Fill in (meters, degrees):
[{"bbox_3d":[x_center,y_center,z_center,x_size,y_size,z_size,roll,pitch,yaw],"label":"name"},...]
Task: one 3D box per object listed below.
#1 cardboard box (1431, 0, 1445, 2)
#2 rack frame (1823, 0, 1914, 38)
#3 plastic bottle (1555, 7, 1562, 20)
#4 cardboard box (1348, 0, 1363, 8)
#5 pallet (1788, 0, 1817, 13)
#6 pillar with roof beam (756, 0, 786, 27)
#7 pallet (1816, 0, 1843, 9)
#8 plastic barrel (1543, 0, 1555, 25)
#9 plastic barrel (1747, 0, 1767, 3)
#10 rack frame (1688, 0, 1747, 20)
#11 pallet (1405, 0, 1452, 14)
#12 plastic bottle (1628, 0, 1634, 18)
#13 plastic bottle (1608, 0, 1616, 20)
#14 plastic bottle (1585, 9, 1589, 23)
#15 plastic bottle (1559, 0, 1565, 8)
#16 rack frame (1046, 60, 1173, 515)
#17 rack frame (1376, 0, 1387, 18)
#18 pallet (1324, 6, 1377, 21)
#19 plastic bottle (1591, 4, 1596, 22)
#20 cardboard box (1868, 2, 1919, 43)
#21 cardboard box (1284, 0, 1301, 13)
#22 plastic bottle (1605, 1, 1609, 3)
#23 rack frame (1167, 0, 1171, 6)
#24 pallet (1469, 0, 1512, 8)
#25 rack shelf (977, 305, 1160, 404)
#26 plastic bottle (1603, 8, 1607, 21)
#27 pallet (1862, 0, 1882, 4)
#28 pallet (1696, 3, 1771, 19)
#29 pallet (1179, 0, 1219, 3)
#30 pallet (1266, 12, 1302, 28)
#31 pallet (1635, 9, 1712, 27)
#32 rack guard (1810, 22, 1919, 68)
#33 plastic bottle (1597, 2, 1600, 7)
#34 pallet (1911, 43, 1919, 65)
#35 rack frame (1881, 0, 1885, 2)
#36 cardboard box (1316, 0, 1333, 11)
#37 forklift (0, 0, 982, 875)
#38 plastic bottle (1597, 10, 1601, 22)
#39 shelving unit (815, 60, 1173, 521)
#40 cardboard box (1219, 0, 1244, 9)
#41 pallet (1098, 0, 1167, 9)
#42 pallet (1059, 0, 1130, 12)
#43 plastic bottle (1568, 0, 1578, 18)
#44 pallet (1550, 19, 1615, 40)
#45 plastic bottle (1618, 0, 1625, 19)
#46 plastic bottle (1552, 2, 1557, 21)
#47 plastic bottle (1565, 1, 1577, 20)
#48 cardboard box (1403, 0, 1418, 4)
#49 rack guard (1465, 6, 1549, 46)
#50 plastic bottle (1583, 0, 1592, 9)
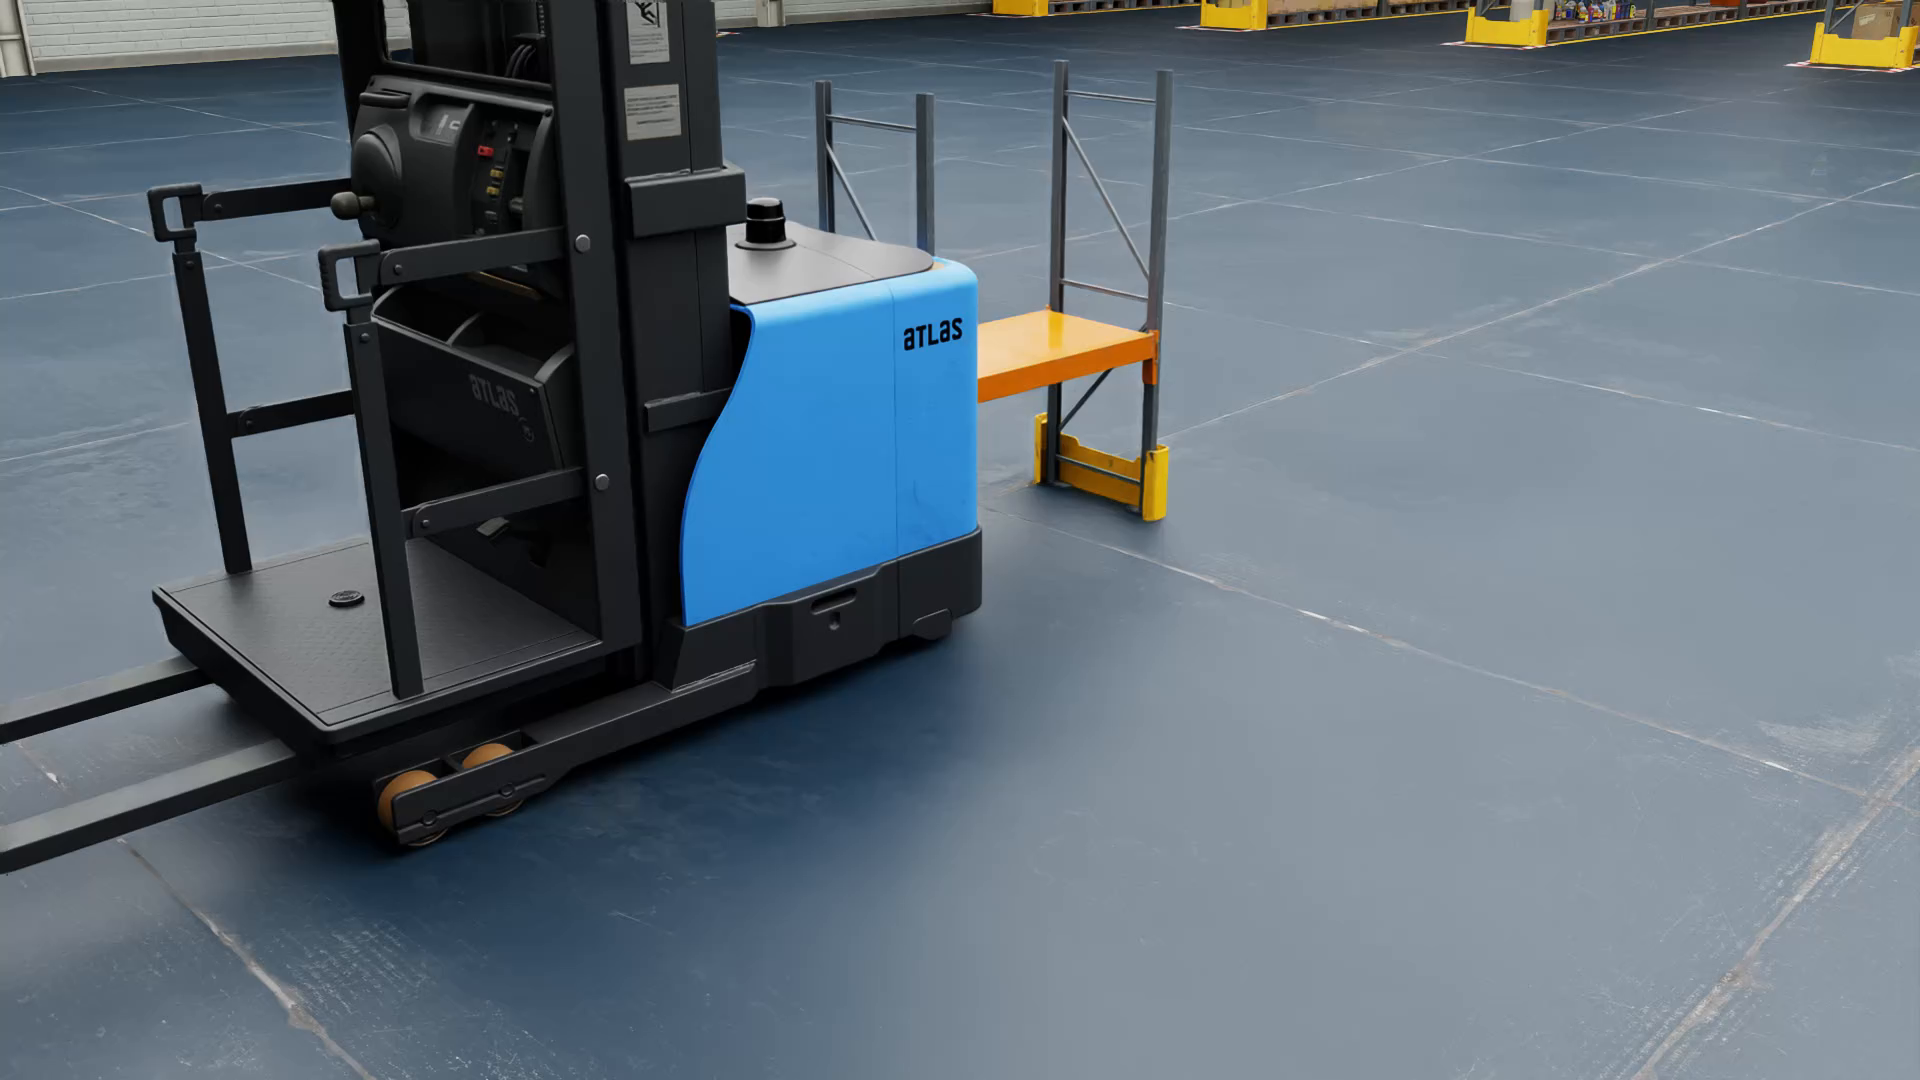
[{"bbox_3d":[8.962,-10.472,31.885,0.500,0.250,0.500,-20,28,-41],"label":"cardboard box"},{"bbox_3d":[11.736,-7.613,21.201,1.000,3.000,0.127,19,28,41],"label":"rack frame"},{"bbox_3d":[9.549,-8.401,26.538,0.097,0.201,0.097,0,21,0],"label":"plastic bottle"},{"bbox_3d":[6.908,-9.734,29.967,0.500,0.250,0.500,19,28,41],"label":"cardboard box"},{"bbox_3d":[15.990,-10.448,32.463,1.003,0.211,1.213,19,28,41],"label":"pallet"},{"bbox_3d":[-0.144,-11.909,24.017,9.100,9.000,0.400,19,28,41],"label":"pillar with roof beam"},{"bbox_3d":[17.043,-10.835,33.469,1.003,0.211,1.213,19,28,41],"label":"pallet"},{"bbox_3d":[8.941,-8.205,25.623,0.421,0.512,0.421,0,21,0],"label":"plastic barrel"},{"bbox_3d":[14.885,-10.400,31.228,0.600,0.588,0.708,19,28,41],"label":"plastic barrel"},{"bbox_3d":[13.768,-10.909,29.777,1.000,3.000,0.127,19,28,41],"label":"rack frame"},{"bbox_3d":[8.768,-10.335,32.168,1.003,0.211,1.213,19,28,41],"label":"pallet"},{"bbox_3d":[10.878,-8.612,26.974,0.133,0.283,0.061,-18,28,-39],"label":"plastic bottle"},{"bbox_3d":[10.375,-8.480,26.535,0.144,0.351,0.185,19,28,40],"label":"plastic bottle"},{"bbox_3d":[9.747,-8.167,25.929,0.097,0.201,0.097,0,21,0],"label":"plastic bottle"},{"bbox_3d":[9.689,-8.589,26.818,0.144,0.351,0.185,19,28,40],"label":"plastic bottle"},{"bbox_3d":[0.496,-0.850,5.697,0.032,1.500,0.500,-18,28,-39],"label":"rack frame"},{"bbox_3d":[7.431,-11.122,30.330,1.000,3.000,0.127,19,28,41],"label":"rack frame"},{"bbox_3d":[6.846,-9.626,30.325,1.003,0.211,1.213,19,28,41],"label":"pallet"},{"bbox_3d":[9.914,-8.261,26.076,0.097,0.271,0.097,0,21,0],"label":"plastic bottle"},{"bbox_3d":[12.576,-6.961,22.403,0.500,0.500,0.500,-12,24,-28],"label":"cardboard box"},{"bbox_3d":[5.520,-9.218,28.623,0.500,0.250,0.500,19,28,41],"label":"cardboard box"},{"bbox_3d":[10.477,-8.559,26.844,0.152,0.276,0.135,19,28,41],"label":"plastic bottle"},{"bbox_3d":[3.879,-12.361,33.553,1.000,3.000,0.127,19,28,41],"label":"rack frame"},{"bbox_3d":[10.769,-11.031,33.980,1.003,0.211,1.213,19,28,41],"label":"pallet"},{"bbox_3d":[0.122,-0.559,5.440,1.000,0.185,0.538,-18,28,-39],"label":"rack shelf"},{"bbox_3d":[10.196,-8.332,26.359,0.097,0.201,0.097,0,21,0],"label":"plastic bottle"},{"bbox_3d":[18.745,-11.462,35.101,1.003,0.211,1.213,19,28,41],"label":"pallet"},{"bbox_3d":[14.288,-9.821,30.832,1.003,0.211,1.213,19,28,41],"label":"pallet"},{"bbox_3d":[5.272,-11.575,35.395,1.003,0.211,1.213,19,28,41],"label":"pallet"},{"bbox_3d":[5.144,-8.999,28.694,1.003,0.211,1.213,19,28,41],"label":"pallet"},{"bbox_3d":[12.349,-9.106,28.972,1.003,0.211,1.213,19,28,41],"label":"pallet"},{"bbox_3d":[11.789,-6.466,21.701,1.175,0.500,0.348,19,28,41],"label":"rack guard"},{"bbox_3d":[10.182,-8.434,26.510,0.061,0.283,0.133,19,28,41],"label":"plastic bottle"},{"bbox_3d":[12.381,-6.531,22.273,1.003,0.211,1.213,19,28,41],"label":"pallet"},{"bbox_3d":[19.349,-12.966,35.127,1.000,3.000,0.127,19,28,41],"label":"rack frame"},{"bbox_3d":[6.222,-9.474,29.288,0.500,0.250,0.500,19,28,41],"label":"cardboard box"},{"bbox_3d":[-1.361,-0.885,3.793,3.031,2.935,1.130,-18,28,-39],"label":"forklift"},{"bbox_3d":[10.053,-8.280,26.222,0.097,0.201,0.097,0,21,0],"label":"plastic bottle"},{"bbox_3d":[0.129,-0.729,5.381,1.083,1.500,0.587,-18,28,-39],"label":"shelving unit"},{"bbox_3d":[4.803,-9.218,28.624,0.500,0.250,0.500,19,28,41],"label":"cardboard box"},{"bbox_3d":[3.436,-10.878,33.581,1.003,0.211,1.213,19,28,41],"label":"pallet"},{"bbox_3d":[2.585,-10.563,32.761,1.003,0.211,1.213,19,28,41],"label":"pallet"},{"bbox_3d":[9.985,-8.698,27.102,0.144,0.351,0.185,18,27,38],"label":"plastic bottle"},{"bbox_3d":[9.628,-8.102,26.360,1.003,0.211,1.213,19,28,41],"label":"pallet"},{"bbox_3d":[10.601,-8.563,26.751,0.144,0.351,0.185,18,27,38],"label":"plastic bottle"},{"bbox_3d":[9.426,-8.404,26.431,0.061,0.283,0.133,19,28,41],"label":"plastic bottle"},{"bbox_3d":[9.812,-8.523,26.752,0.152,0.276,0.135,19,28,41],"label":"plastic bottle"},{"bbox_3d":[8.247,-10.207,31.197,0.500,0.250,0.500,-19,28,-41],"label":"cardboard box"},{"bbox_3d":[8.206,-7.718,24.957,1.175,0.500,0.348,19,28,41],"label":"rack guard"},{"bbox_3d":[10.220,-8.710,27.135,0.144,0.351,0.185,19,28,41],"label":"plastic bottle"}]
